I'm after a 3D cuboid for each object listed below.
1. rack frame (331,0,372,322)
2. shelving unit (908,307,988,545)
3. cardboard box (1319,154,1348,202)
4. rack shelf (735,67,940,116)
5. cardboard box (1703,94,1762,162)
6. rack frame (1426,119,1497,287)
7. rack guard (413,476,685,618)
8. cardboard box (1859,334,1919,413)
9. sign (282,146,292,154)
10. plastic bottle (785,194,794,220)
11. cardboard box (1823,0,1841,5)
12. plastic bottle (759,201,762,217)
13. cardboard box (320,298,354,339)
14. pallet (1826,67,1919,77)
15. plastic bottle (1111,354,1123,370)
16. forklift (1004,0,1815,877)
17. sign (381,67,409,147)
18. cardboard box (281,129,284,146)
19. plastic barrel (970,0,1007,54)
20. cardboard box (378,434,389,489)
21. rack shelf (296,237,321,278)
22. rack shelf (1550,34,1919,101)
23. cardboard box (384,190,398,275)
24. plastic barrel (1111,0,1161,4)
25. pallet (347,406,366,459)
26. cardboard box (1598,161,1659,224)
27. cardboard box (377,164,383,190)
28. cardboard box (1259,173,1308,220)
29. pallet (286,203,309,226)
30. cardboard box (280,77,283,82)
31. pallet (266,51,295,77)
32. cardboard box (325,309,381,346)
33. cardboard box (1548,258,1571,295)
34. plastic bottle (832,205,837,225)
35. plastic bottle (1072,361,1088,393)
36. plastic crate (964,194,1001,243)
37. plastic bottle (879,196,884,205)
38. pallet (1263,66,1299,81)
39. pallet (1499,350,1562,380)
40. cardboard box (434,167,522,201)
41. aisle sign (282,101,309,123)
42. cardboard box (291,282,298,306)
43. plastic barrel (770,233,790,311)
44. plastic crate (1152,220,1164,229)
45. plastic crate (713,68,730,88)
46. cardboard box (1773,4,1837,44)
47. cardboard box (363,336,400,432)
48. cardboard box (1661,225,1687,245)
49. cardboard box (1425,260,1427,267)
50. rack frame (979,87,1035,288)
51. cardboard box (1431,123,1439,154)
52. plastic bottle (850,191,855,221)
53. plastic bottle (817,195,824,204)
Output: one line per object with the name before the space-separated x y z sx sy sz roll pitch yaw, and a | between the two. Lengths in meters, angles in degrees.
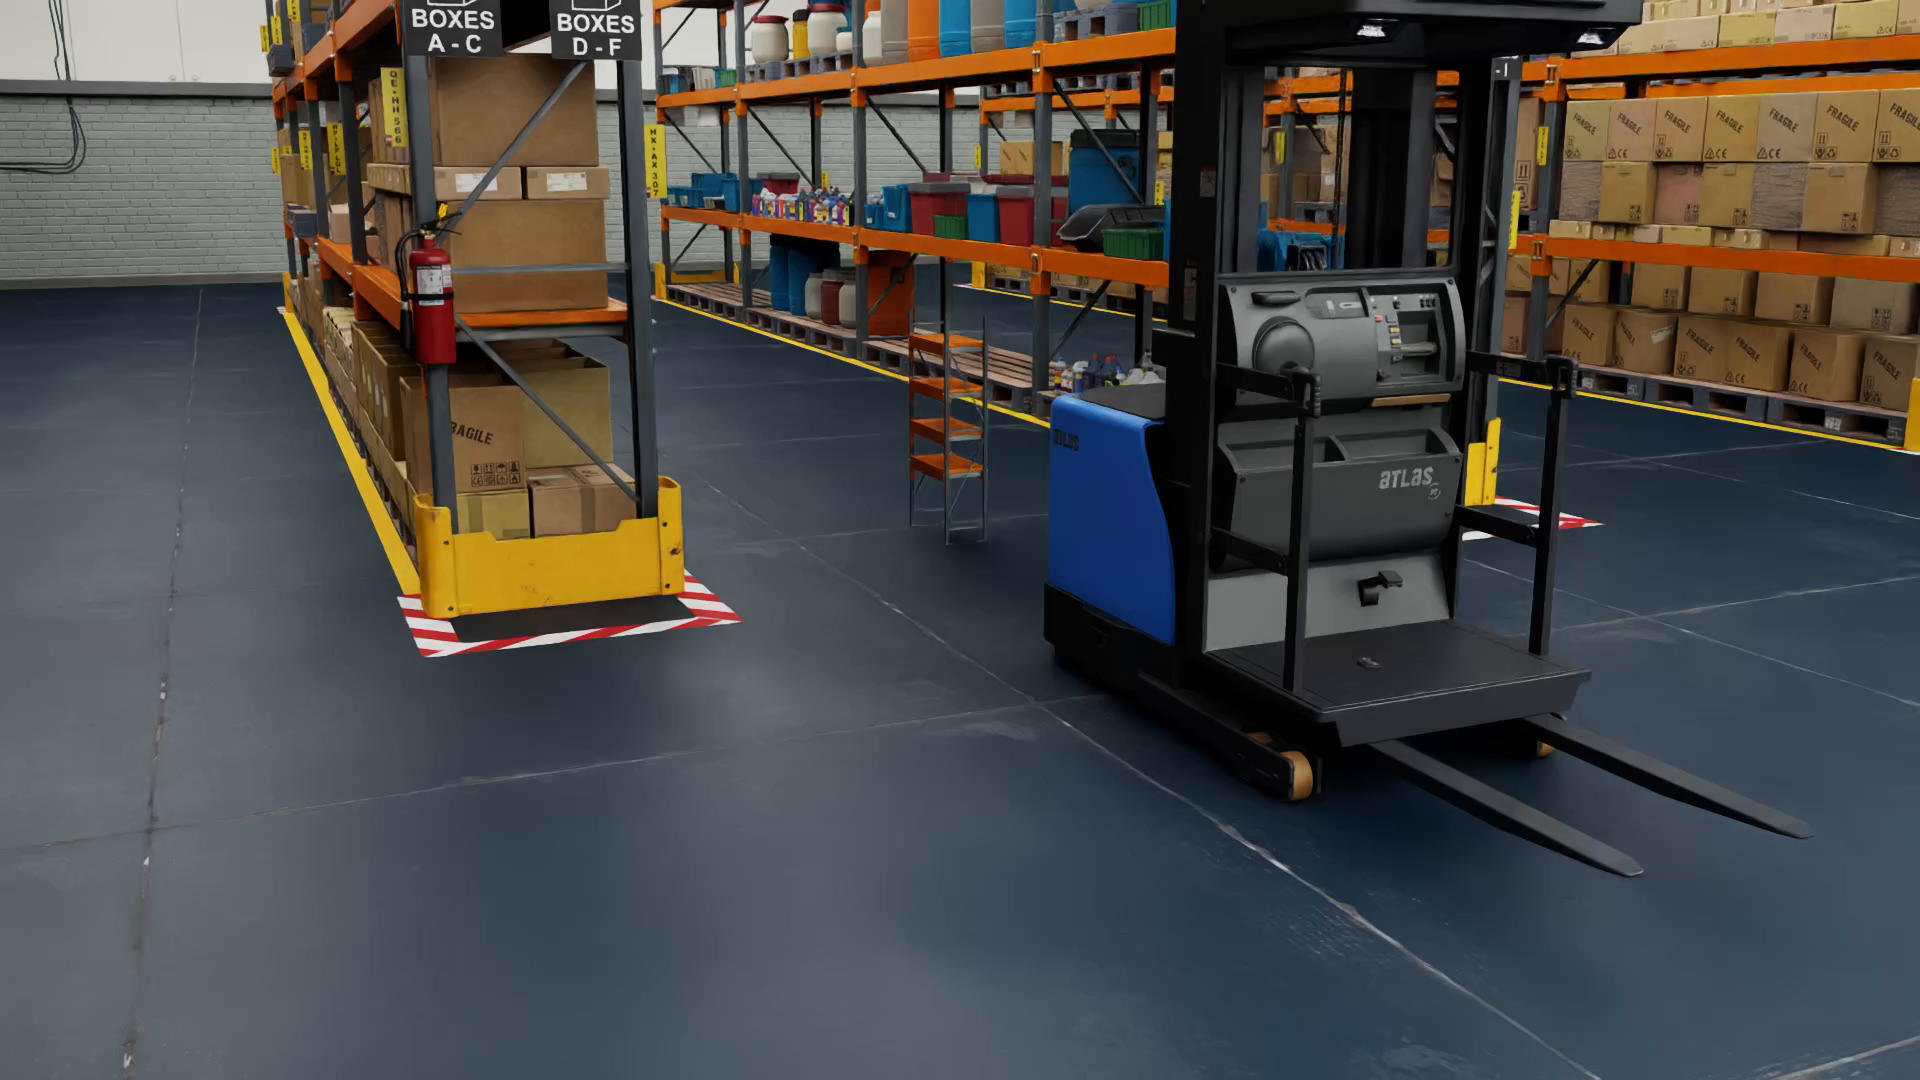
rack frame | -3.493 -2.029 10.983 1.000 3.000 0.127 -6 14 -23
shelving unit | -0.066 -0.619 8.882 0.258 1.200 0.503 -6 14 -23
cardboard box | 4.236 -3.895 17.892 0.500 0.500 0.500 -8 15 -30
rack shelf | -1.357 -4.826 18.012 1.077 0.370 4.000 -6 14 -23
cardboard box | 6.144 -3.179 12.853 0.500 0.500 0.500 -6 14 -23
rack frame | 2.652 -1.649 9.344 0.949 2.616 0.053 -6 14 -23
rack guard | -1.881 0.020 7.673 1.175 0.500 0.348 -6 14 -23
cardboard box | 6.953 -1.214 12.074 0.500 0.500 0.500 -3 13 -13
sign | -7.192 -4.053 17.808 0.100 0.325 0.005 -6 14 -23
plastic bottle | -1.858 -3.699 18.473 0.152 0.276 0.135 -6 14 -23
cardboard box | 6.476 -3.931 11.999 0.380 0.149 0.250 -5 14 -22
plastic bottle | -2.285 -3.867 19.368 0.097 0.201 0.097 0 13 0
cardboard box | -5.685 -2.024 15.529 0.500 0.500 0.500 -5 14 -21
pallet | 9.758 -4.903 17.174 0.805 0.209 1.217 -6 14 -25
plastic bottle | 1.122 -1.208 12.336 0.144 0.351 0.185 -6 14 -23
forklift | 1.129 -1.858 8.694 3.399 3.703 9.586 -6 14 -23
sign | -2.394 -1.836 7.056 0.100 0.325 0.005 -6 14 -23
cardboard box | -7.747 -4.612 19.707 0.500 0.500 0.500 -6 14 -23
plastic barrel | 0.382 -4.402 13.471 0.600 0.901 0.600 0 13 0
cardboard box | -2.988 -0.460 9.373 0.500 0.250 0.500 -6 14 -23
rack shelf | -5.897 -2.918 16.420 1.077 0.370 4.000 -6 14 -23
rack shelf | 6.386 -3.620 12.803 1.077 0.370 4.000 -6 14 -23
cardboard box | -3.092 -1.878 10.110 0.700 0.500 0.500 -6 14 -24
plastic barrel | 1.348 -4.170 11.541 0.600 0.901 0.708 -6 14 -23
pallet | -3.824 -0.819 11.940 1.003 0.211 1.213 -6 14 -23
cardboard box | 5.877 -2.911 13.915 0.875 0.500 0.500 -6 14 -23
cardboard box | -3.251 -2.161 9.896 0.380 0.149 0.250 -6 14 -23
cardboard box | 3.558 -3.877 18.749 0.500 0.500 0.500 -5 14 -21
pallet | -6.478 -3.413 17.390 1.003 0.211 1.213 -6 14 -23
cardboard box | -7.327 -5.251 18.584 0.500 0.250 0.500 -6 14 -23
pallet | -6.501 -4.910 17.198 1.213 0.211 1.003 -6 14 -23
cardboard box | -4.937 -1.751 13.706 0.500 0.311 0.500 -6 14 -24
cardboard box | 7.860 -3.383 21.447 0.500 0.500 0.500 -5 14 -21
plastic bottle | -1.269 -3.343 17.104 0.097 0.201 0.097 0 13 0
plastic bottle | 0.927 -1.193 12.437 0.152 0.276 0.135 -5 14 -21
plastic crate | 0.320 -2.667 13.778 0.392 0.384 0.575 -6 14 -23
plastic bottle | -0.824 -3.575 17.950 0.097 0.271 0.097 0 13 0
pallet | 3.676 -5.247 18.654 1.213 0.211 1.003 -5 14 -20
pallet | 5.272 -1.725 15.855 1.003 0.211 1.213 -6 14 -23
cardboard box | -2.219 -1.629 7.595 0.380 0.149 0.250 -6 14 -24
aisle sign | -8.596 -5.762 21.348 0.394 0.787 0.004 -6 14 -23
cardboard box | -7.942 -3.038 20.467 0.500 0.250 0.500 -6 14 -23
plastic barrel | -1.955 -3.197 19.751 0.600 0.901 0.708 -6 14 -23
plastic crate | 1.739 -2.199 12.048 0.499 0.251 0.616 -6 14 -23
plastic crate | -2.815 -5.667 20.423 0.416 0.233 0.300 -6 14 -23
cardboard box | 6.361 -3.771 12.191 0.500 0.250 0.500 -5 14 -22
cardboard box | -3.194 -0.928 9.733 0.500 0.500 0.500 -6 14 -23
cardboard box | 5.919 -2.473 13.459 0.380 0.149 0.250 -6 14 -23
cardboard box | 6.930 -4.111 24.713 0.380 0.149 0.250 -6 14 -23
rack frame | 0.778 -5.402 25.558 1.000 3.000 0.127 -6 14 -23
cardboard box | 6.530 -5.756 23.989 0.500 0.500 0.500 -6 14 -25
plastic bottle | -1.134 -3.675 18.204 0.144 0.351 0.185 -6 14 -23
plastic bottle | -1.508 -3.577 17.933 0.061 0.283 0.133 -6 14 -23
